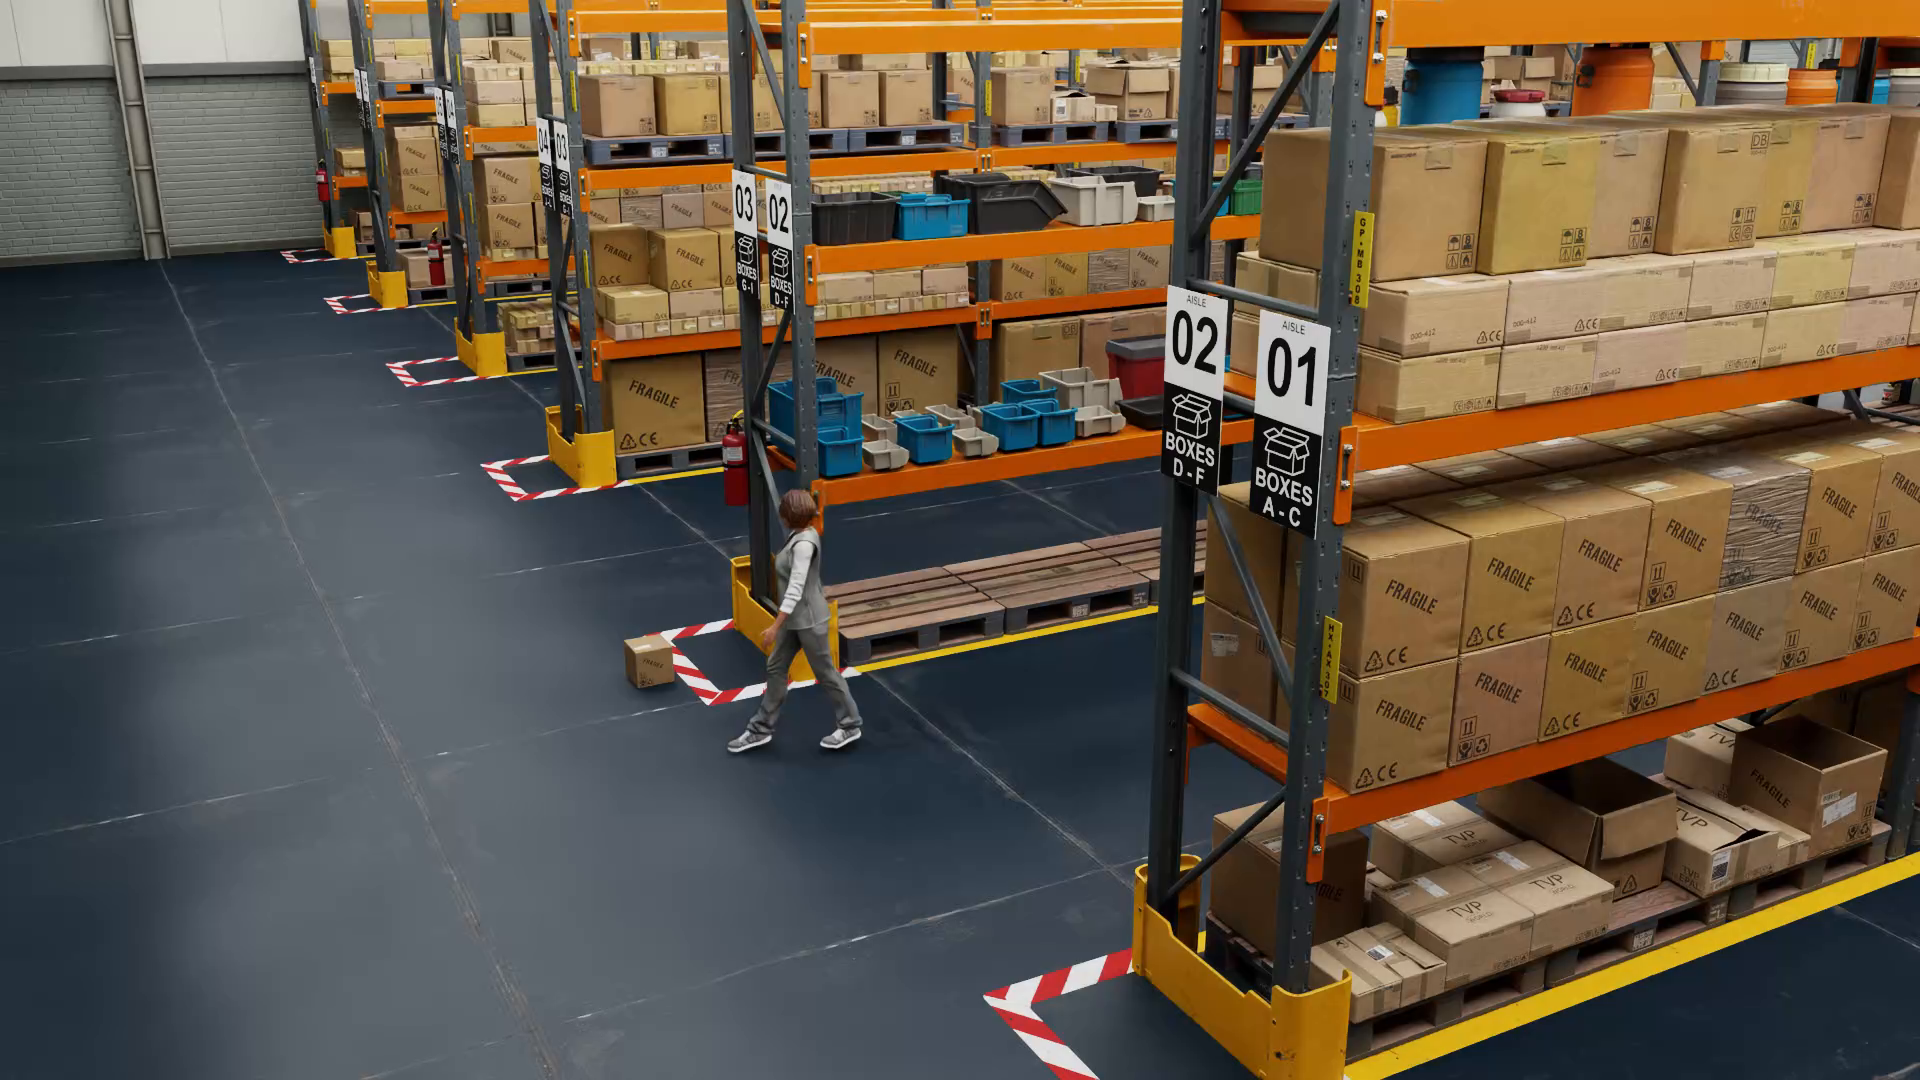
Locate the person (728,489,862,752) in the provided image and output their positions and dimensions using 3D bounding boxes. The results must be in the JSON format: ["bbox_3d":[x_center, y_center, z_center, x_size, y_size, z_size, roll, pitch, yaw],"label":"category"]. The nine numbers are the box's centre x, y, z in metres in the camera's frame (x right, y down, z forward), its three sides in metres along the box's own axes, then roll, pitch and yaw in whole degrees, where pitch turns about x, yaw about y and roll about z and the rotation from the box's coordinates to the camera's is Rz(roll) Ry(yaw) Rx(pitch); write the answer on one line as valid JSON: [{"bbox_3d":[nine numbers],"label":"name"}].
[{"bbox_3d":[-0.980,0.494,9.681,0.808,1.579,0.538,-3,19,-8],"label":"person"}]
